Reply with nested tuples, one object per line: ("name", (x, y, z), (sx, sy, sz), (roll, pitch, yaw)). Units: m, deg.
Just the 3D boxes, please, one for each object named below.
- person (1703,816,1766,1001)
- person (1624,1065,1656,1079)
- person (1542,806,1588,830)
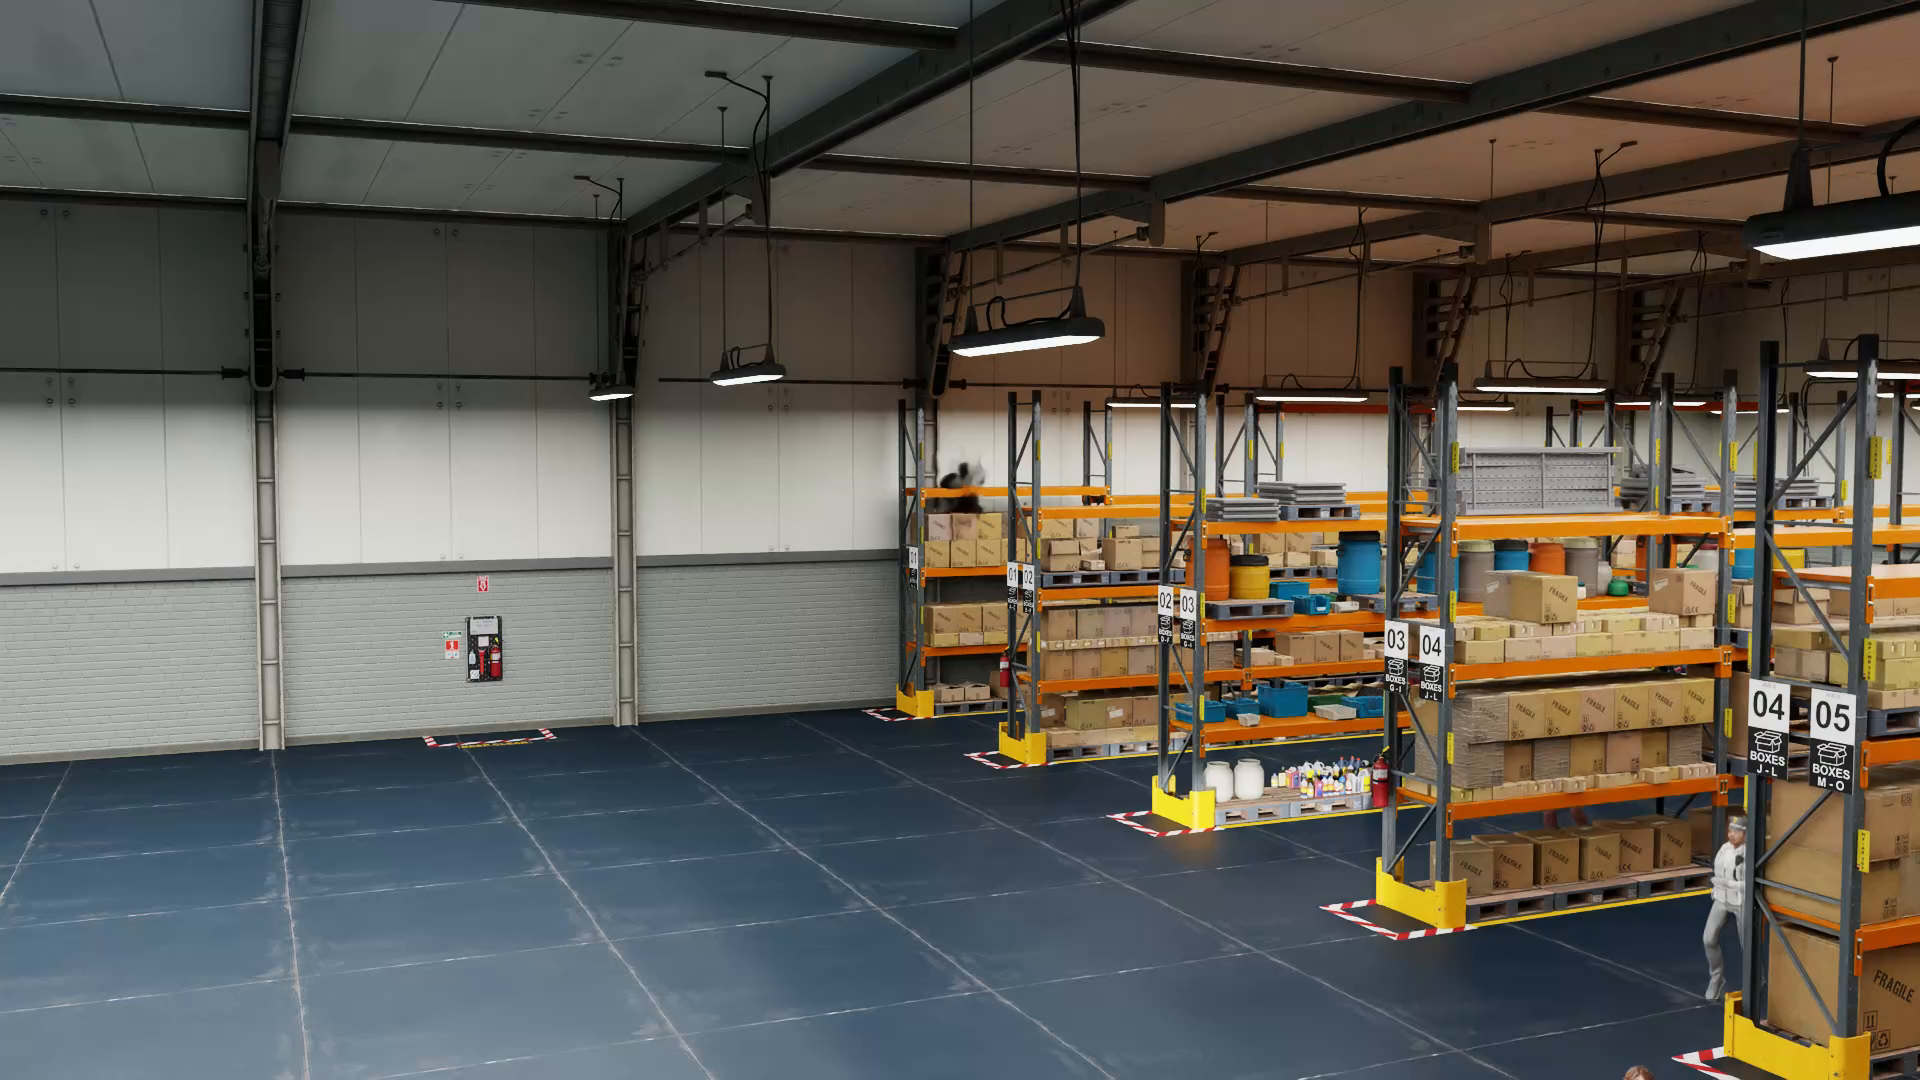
("person", (7.185, 3.417, 15.427), (0.719, 1.749, 0.576), (-2, 4, -31))
("person", (3.879, 3.811, 9.472), (0.513, 1.623, 0.650), (1, 4, 18))
("person", (7.607, 3.100, 20.804), (0.806, 1.721, 0.544), (-2, 4, -31))
